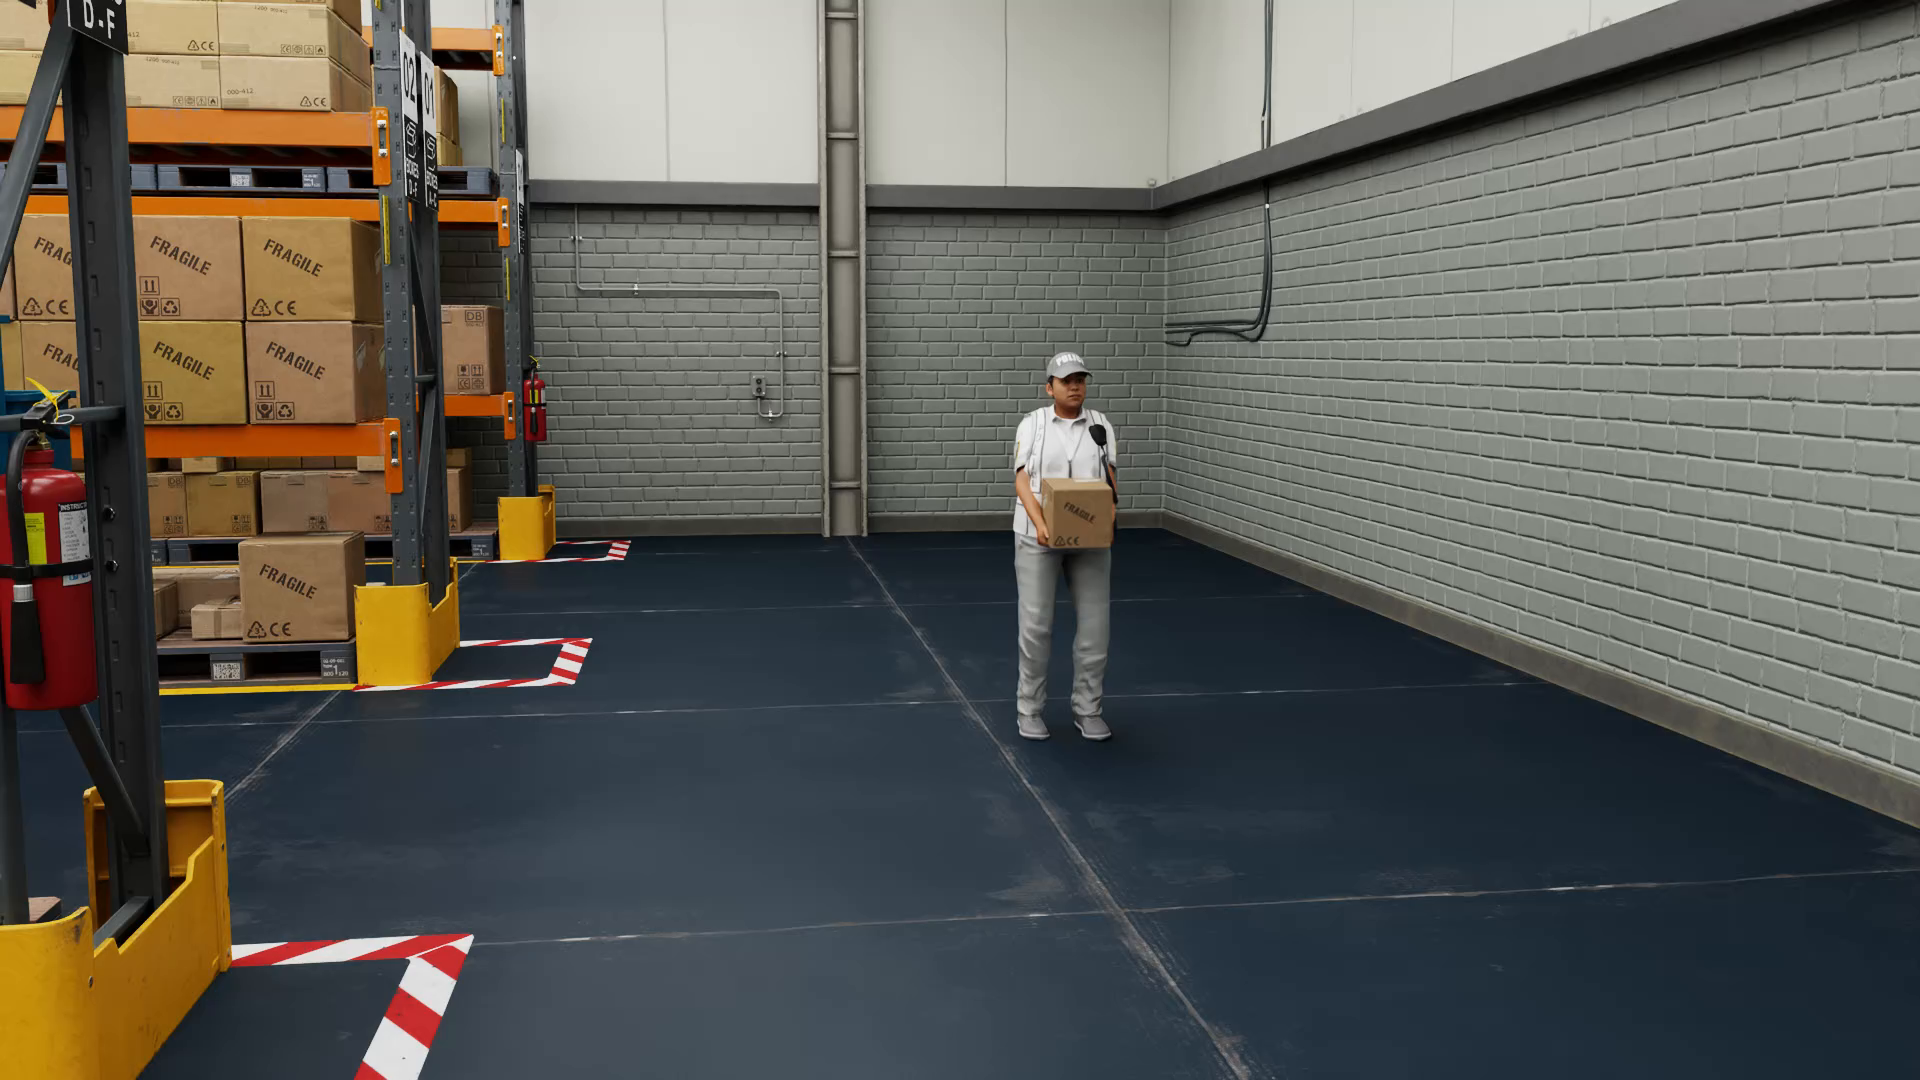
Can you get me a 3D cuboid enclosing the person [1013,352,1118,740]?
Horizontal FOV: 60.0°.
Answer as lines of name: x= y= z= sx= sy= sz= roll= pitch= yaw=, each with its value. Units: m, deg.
person: x=0.465 y=0.027 z=7.148 sx=0.455 sy=1.656 sz=0.541 roll=-1 pitch=7 yaw=-8
